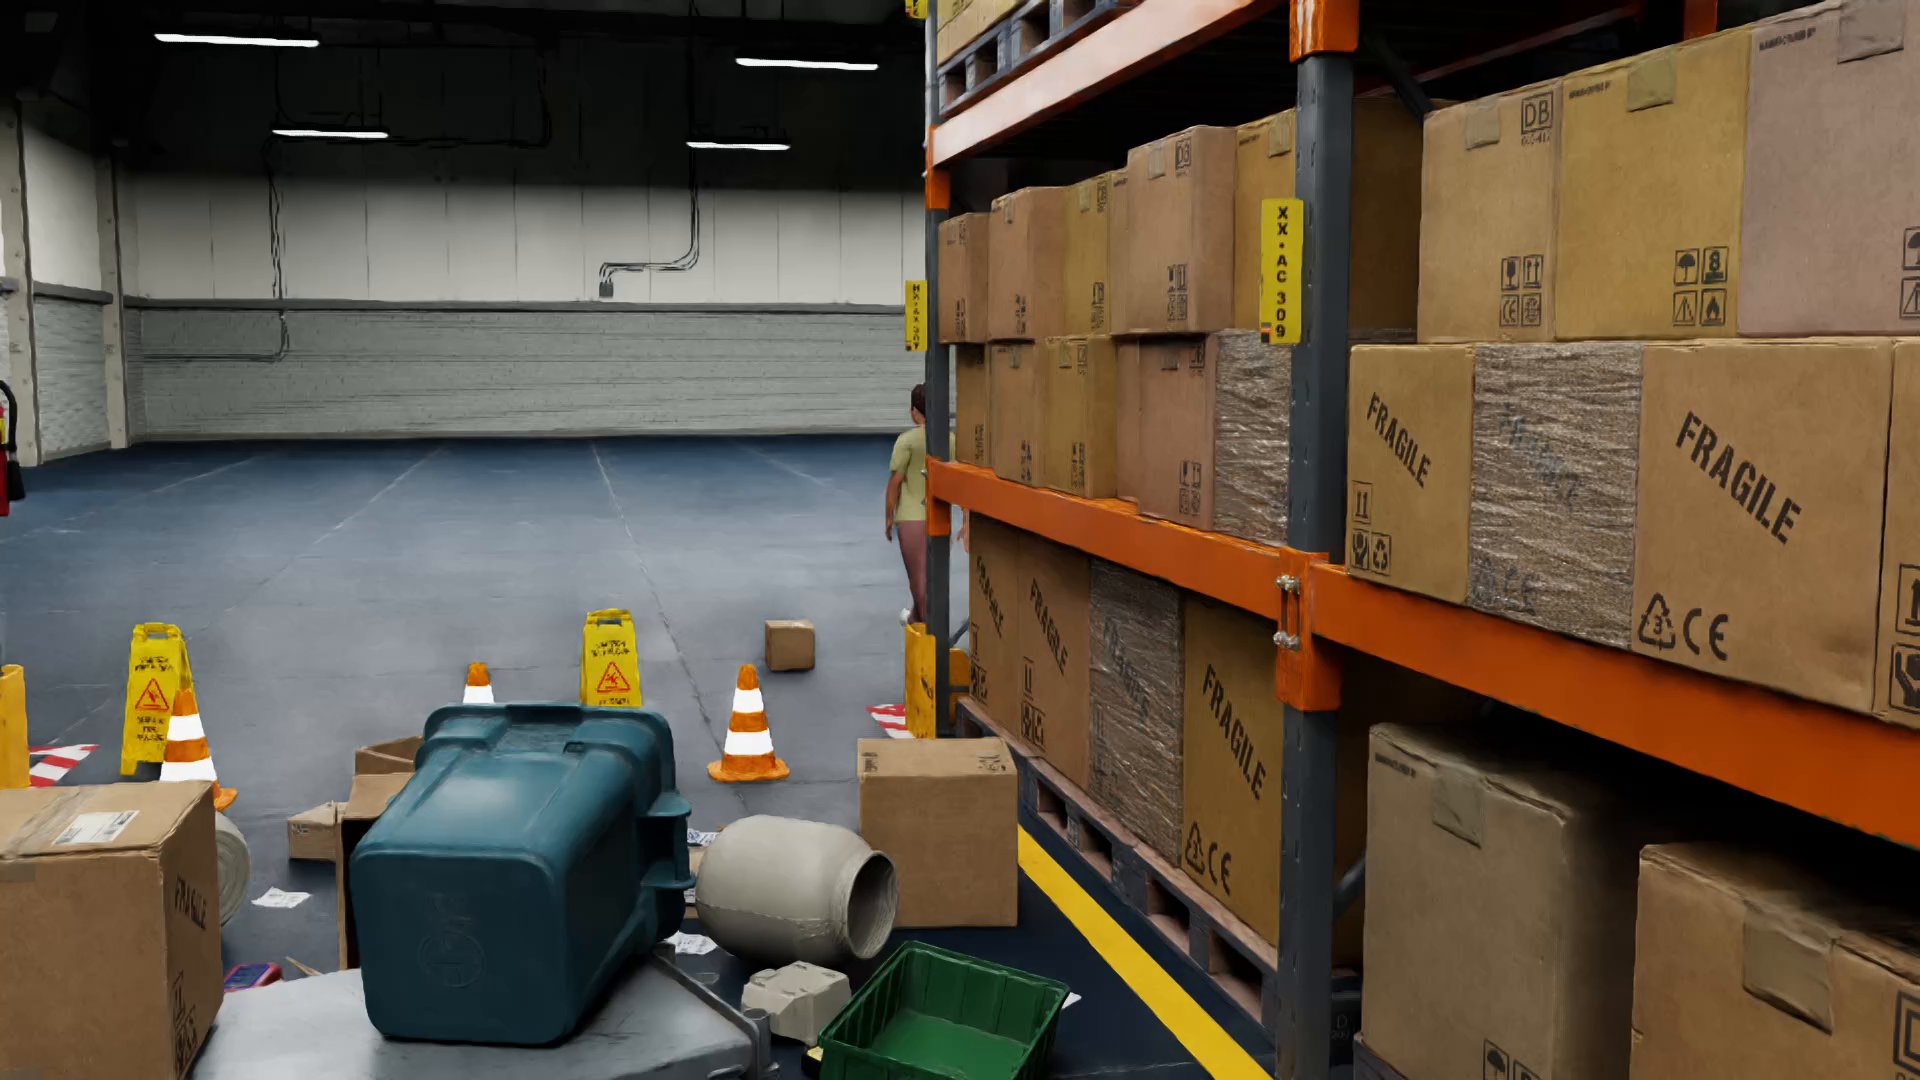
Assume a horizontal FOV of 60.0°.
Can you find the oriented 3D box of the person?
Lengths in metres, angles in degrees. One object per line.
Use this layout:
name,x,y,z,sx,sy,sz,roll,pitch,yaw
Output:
person,-0.240,-0.091,9.662,0.476,1.579,1.026,-4,7,-32
